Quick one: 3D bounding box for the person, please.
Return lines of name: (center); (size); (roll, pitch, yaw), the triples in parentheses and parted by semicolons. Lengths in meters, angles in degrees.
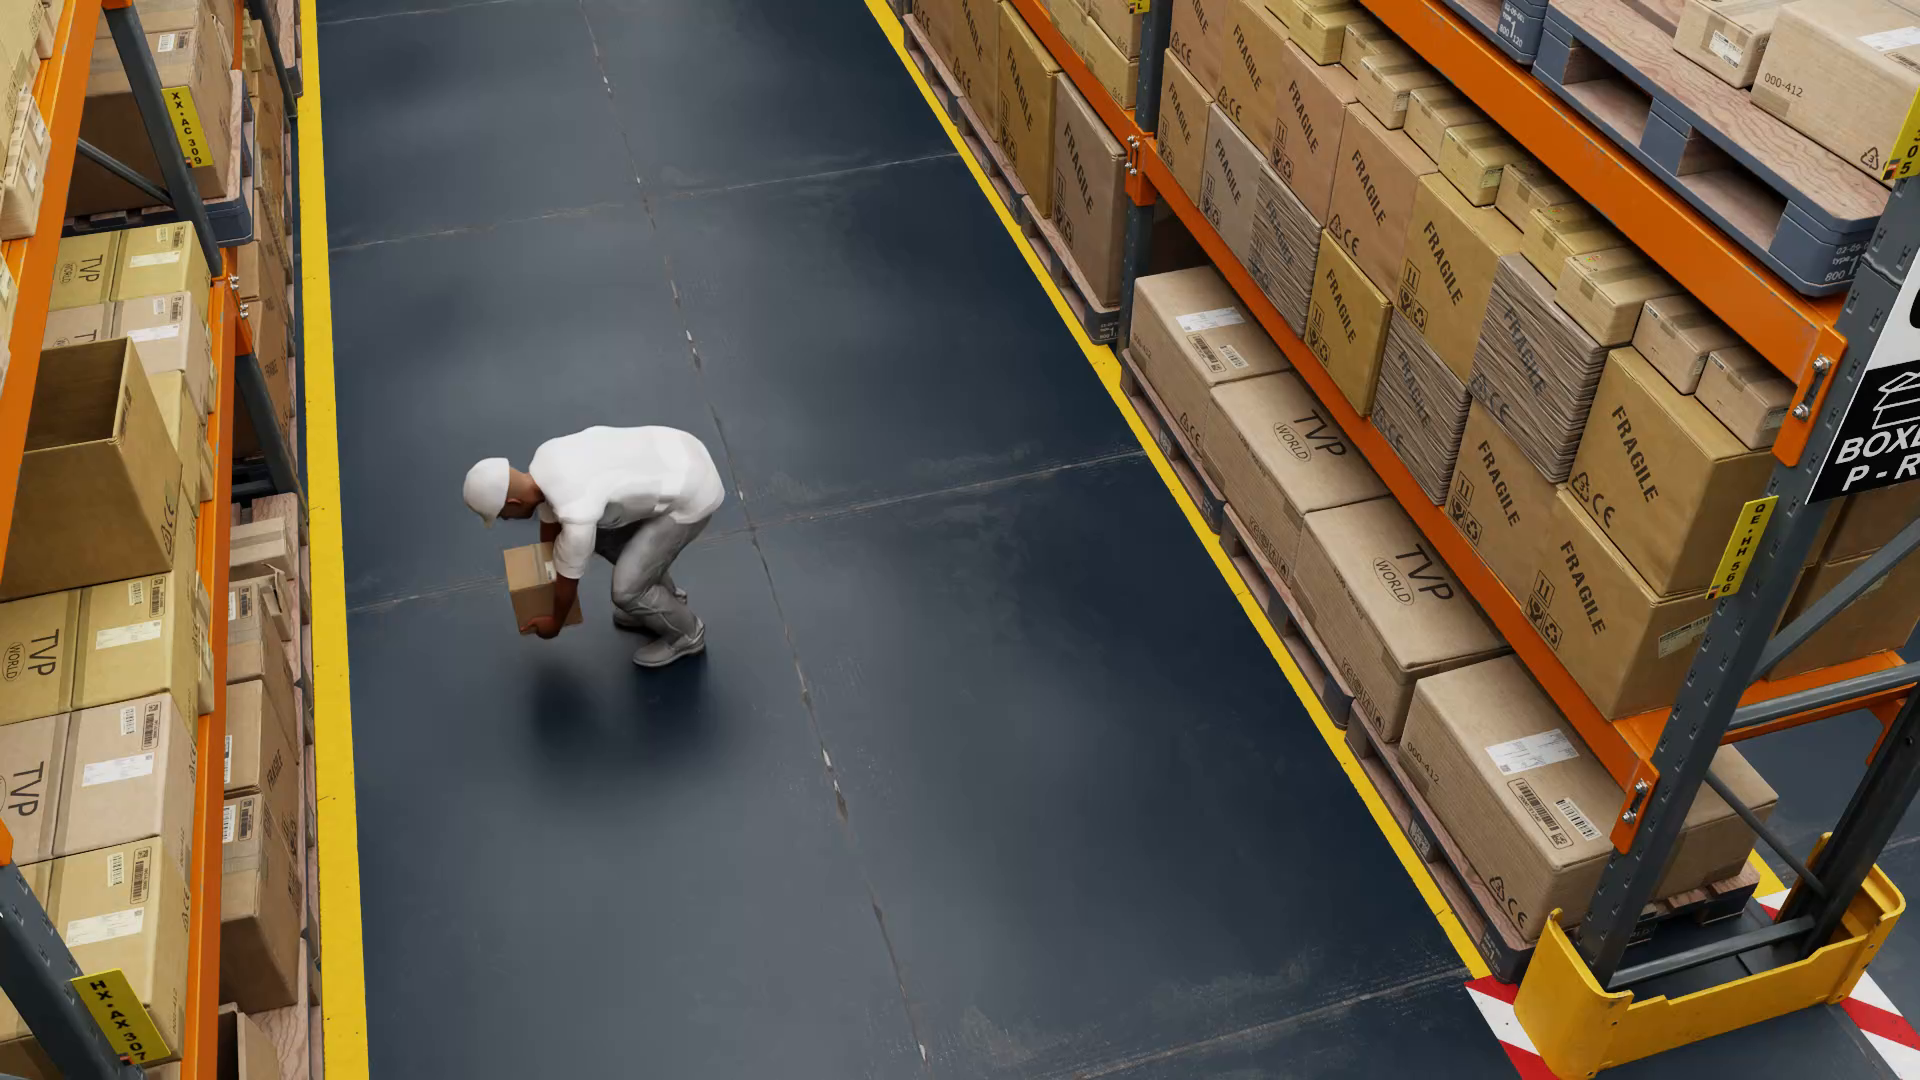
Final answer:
person: (-1.403, 0.033, 6.612); (0.965, 1.087, 0.509); (-14, 44, -15)
